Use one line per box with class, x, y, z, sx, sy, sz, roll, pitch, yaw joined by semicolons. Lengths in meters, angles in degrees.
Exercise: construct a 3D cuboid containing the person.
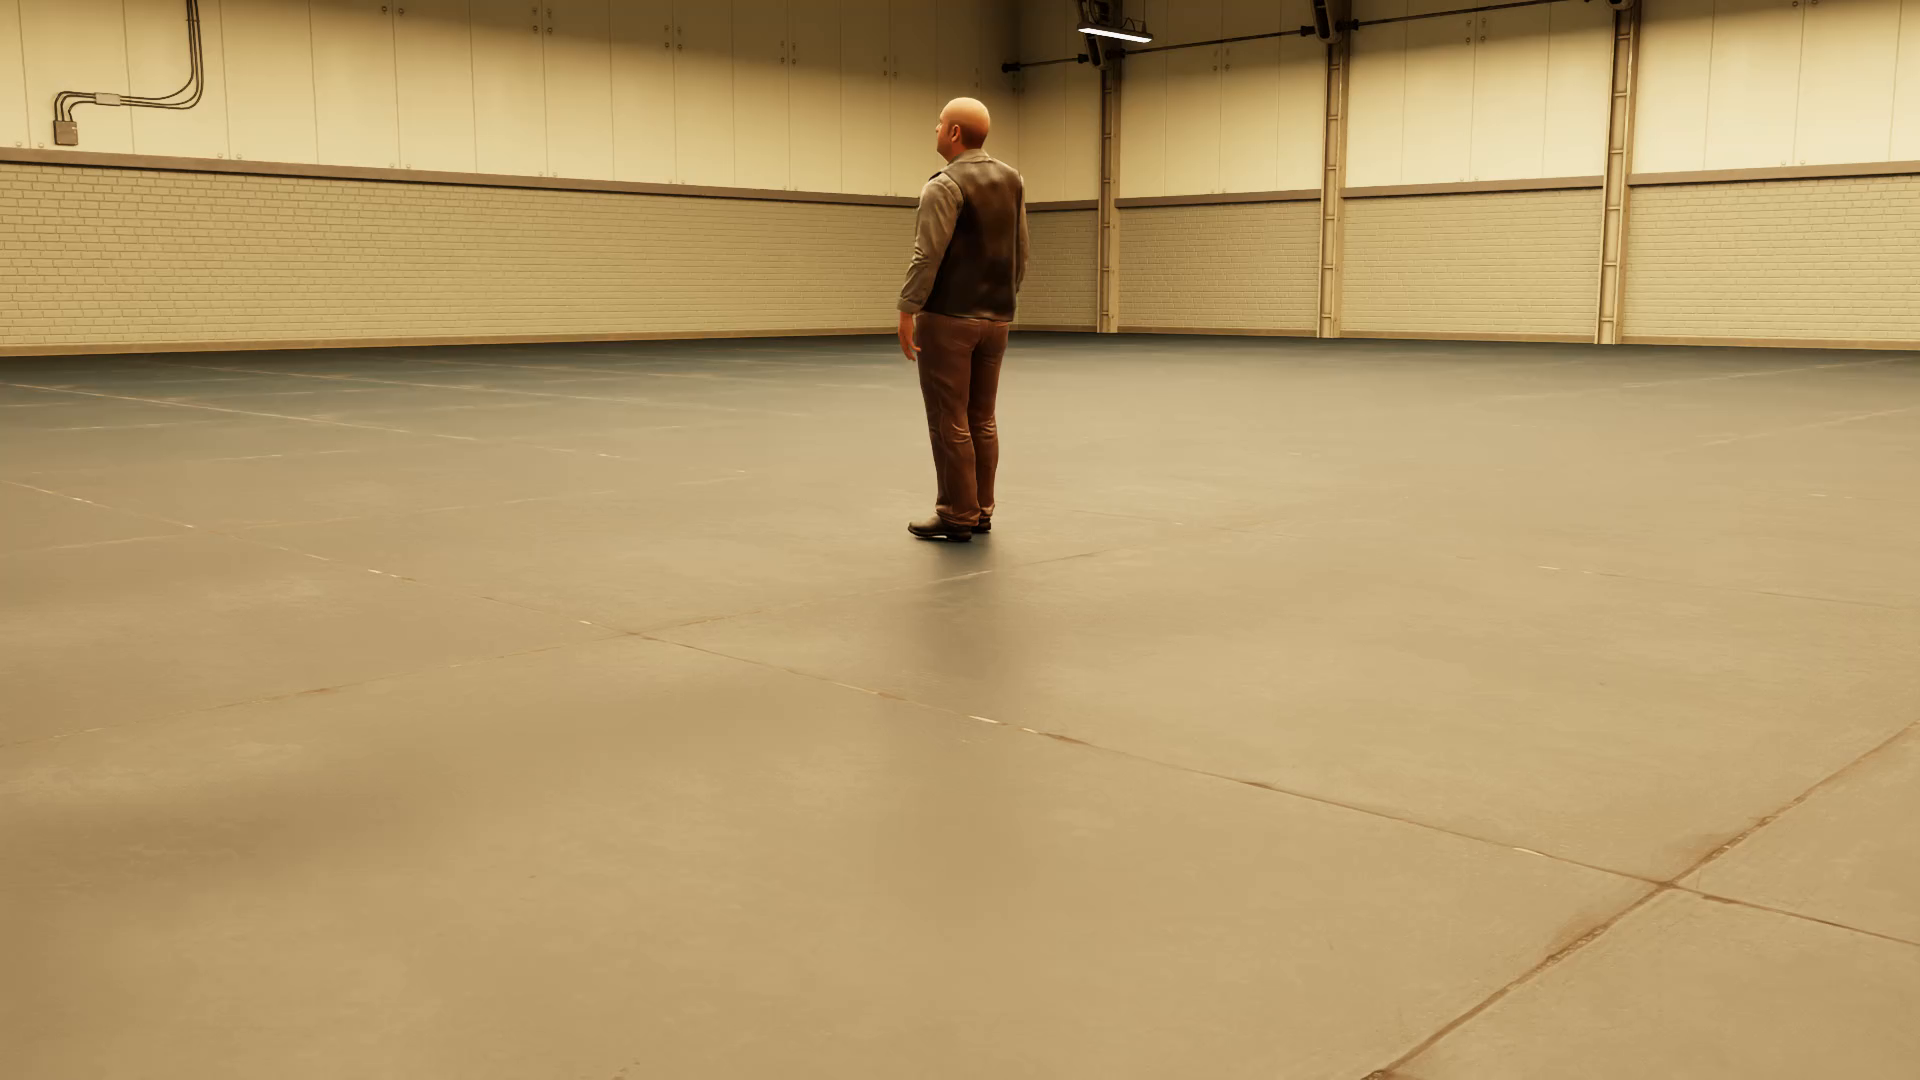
person;-0.040;-0.866;6.636;0.566;1.722;0.633;8;12;43
